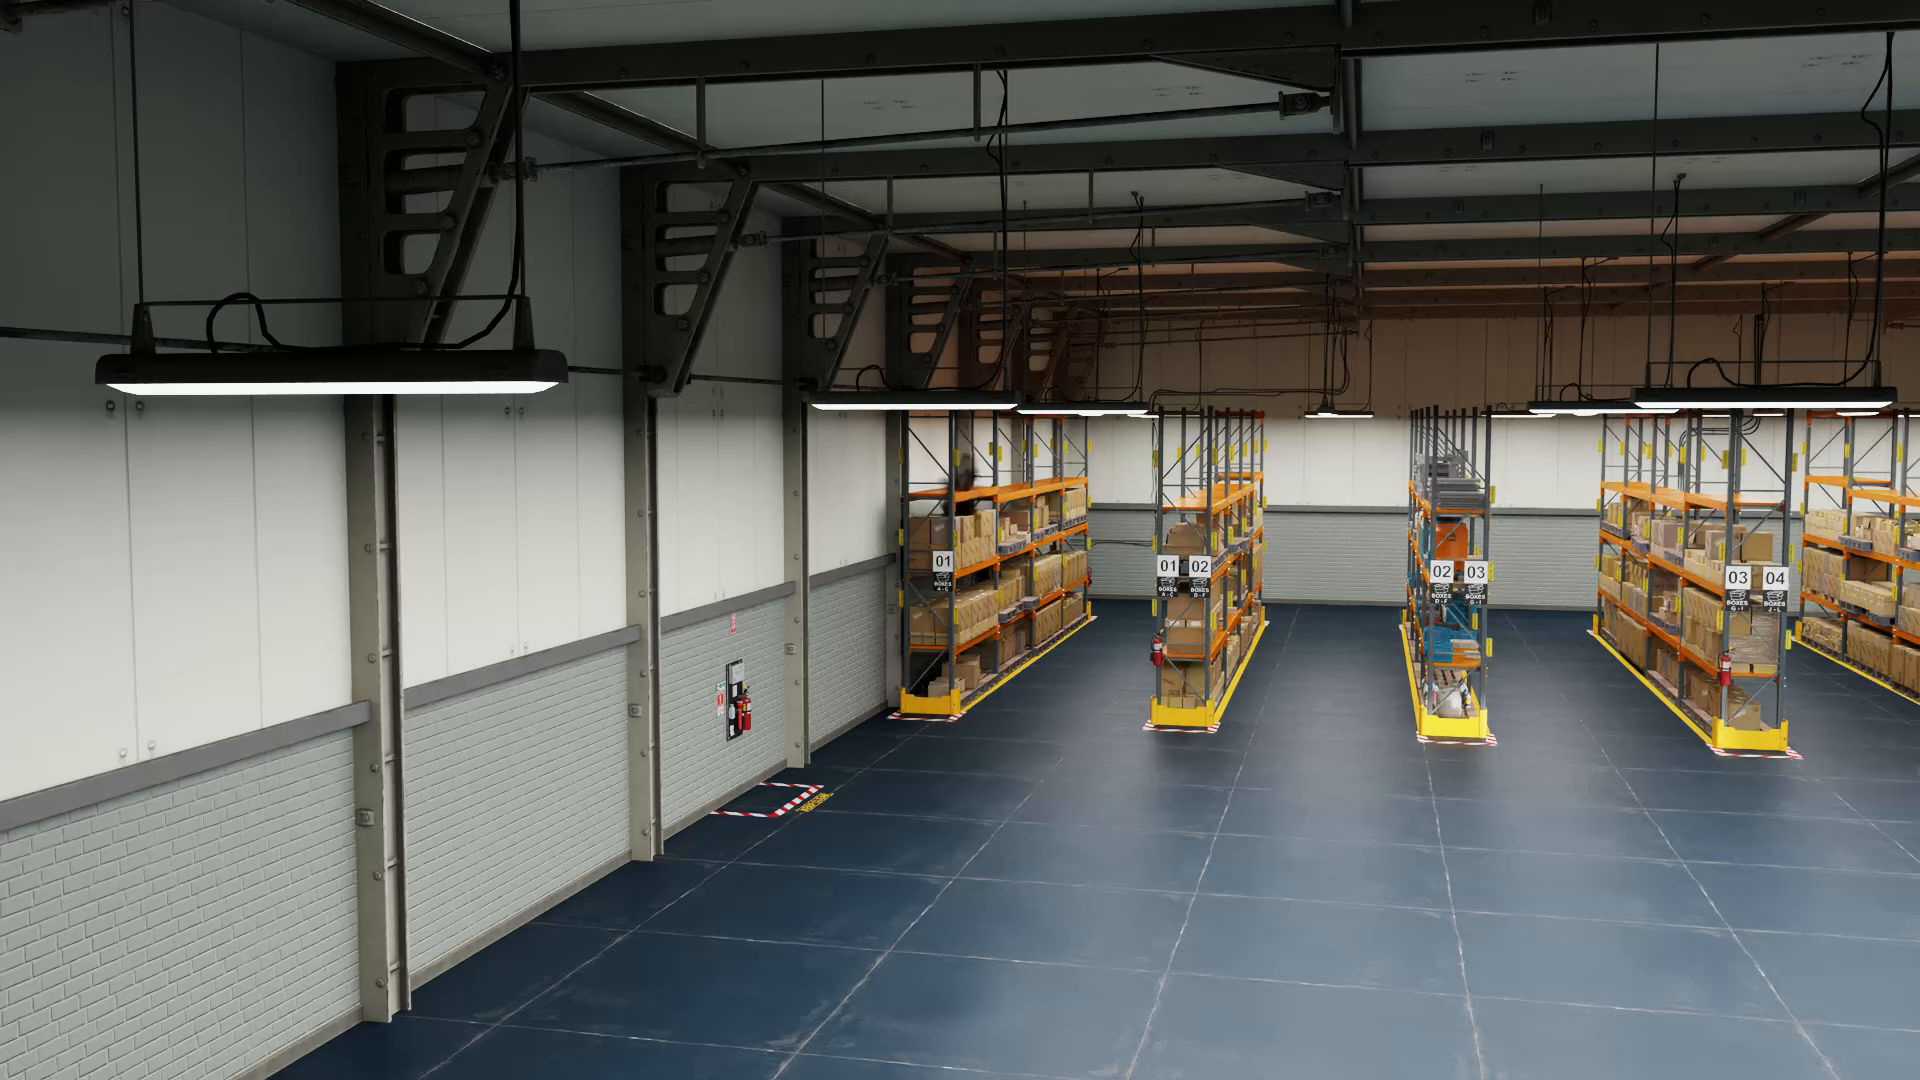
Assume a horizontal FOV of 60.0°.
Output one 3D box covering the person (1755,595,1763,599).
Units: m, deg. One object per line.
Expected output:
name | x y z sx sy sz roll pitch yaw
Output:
person | 20.874 1.805 44.162 0.553 1.486 0.780 -1 4 -19
